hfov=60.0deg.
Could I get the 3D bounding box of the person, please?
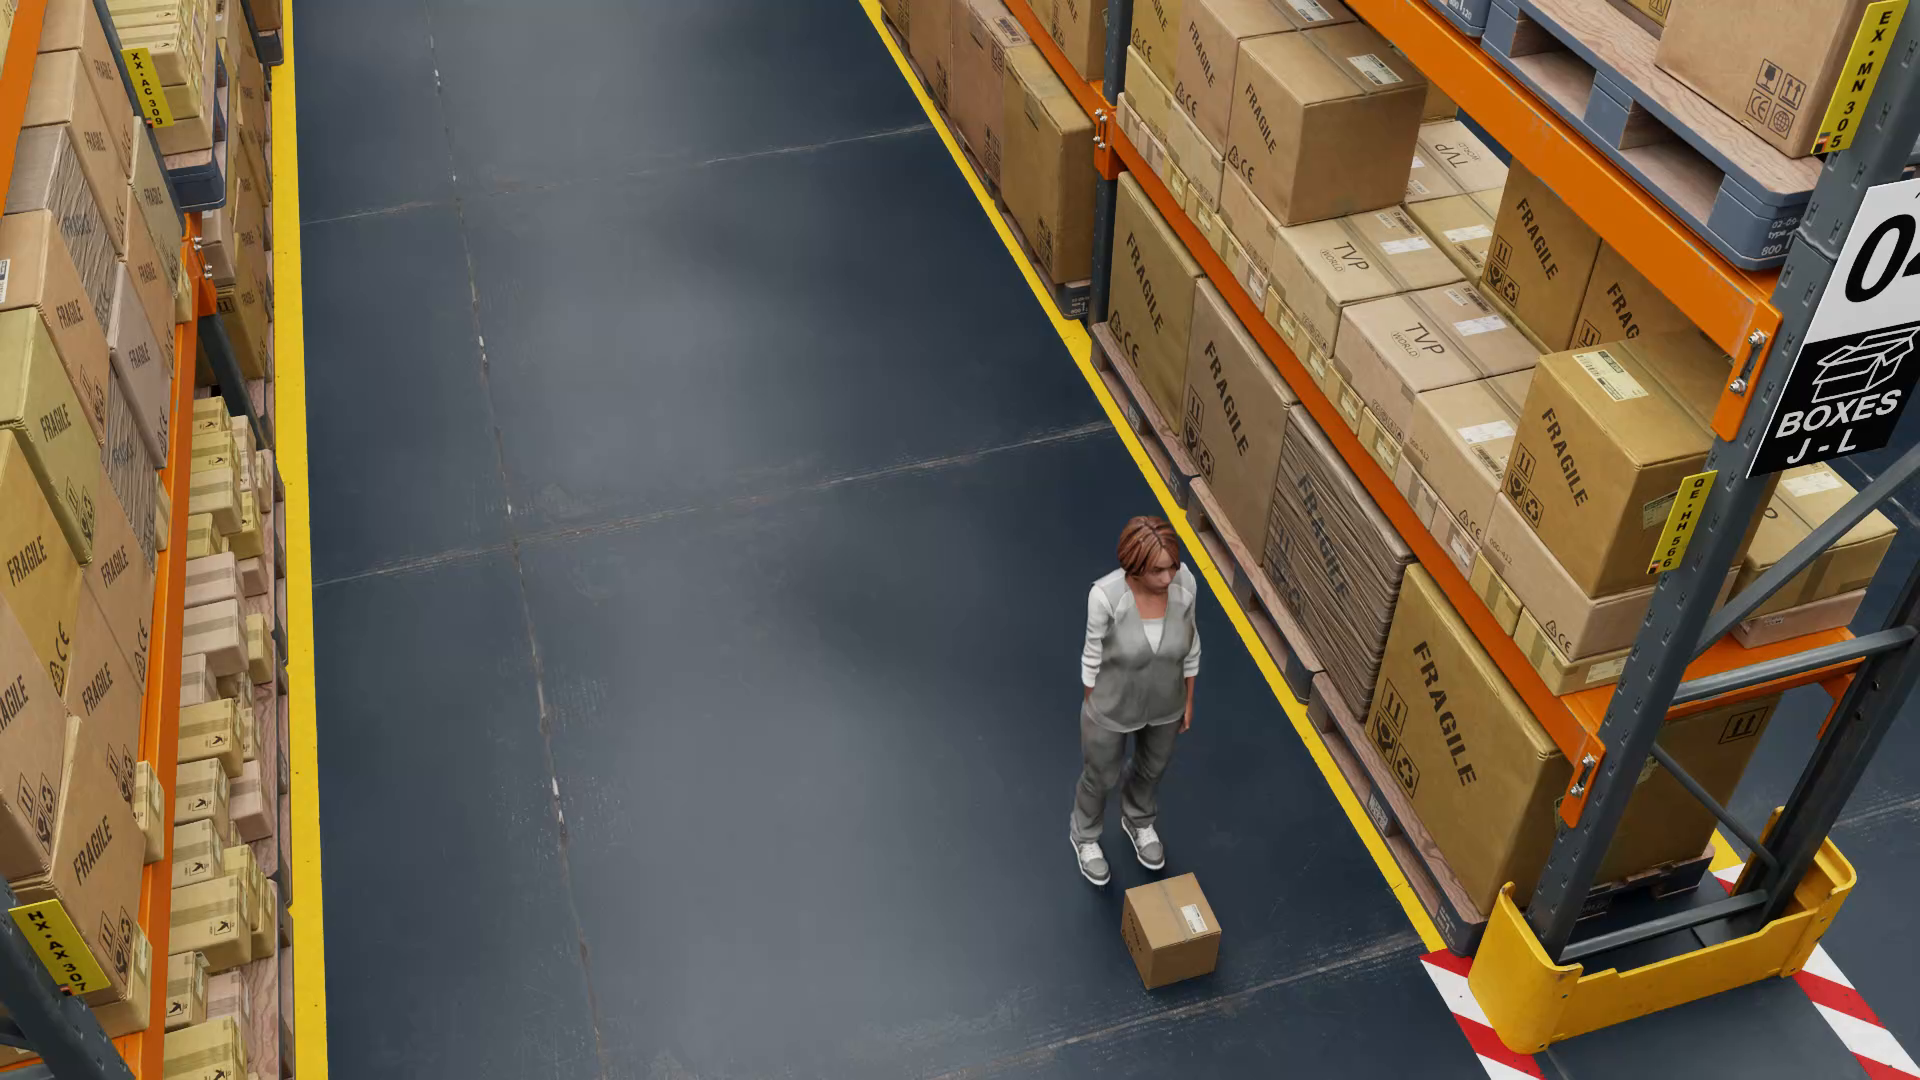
[{"bbox_3d":[0.597,0.549,5.582,0.406,1.594,0.302,-11,44,-12],"label":"person"}]
